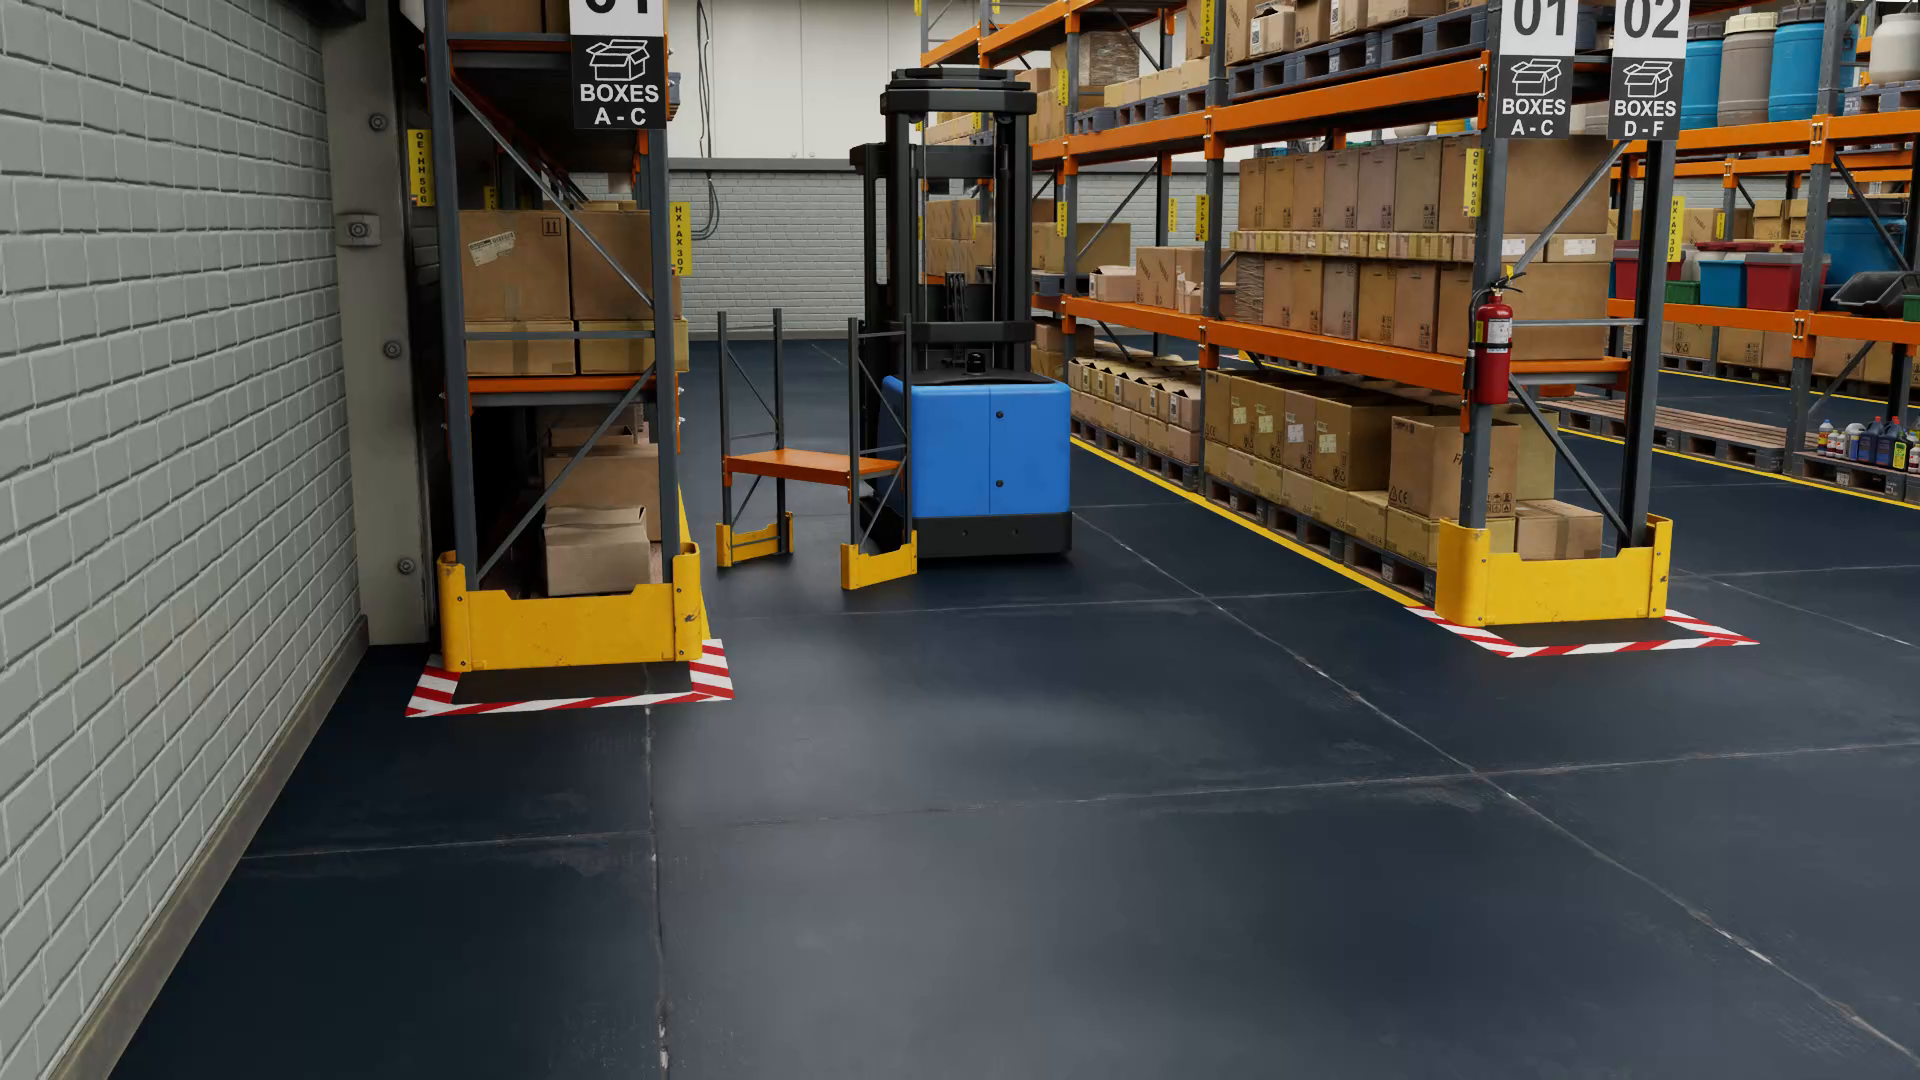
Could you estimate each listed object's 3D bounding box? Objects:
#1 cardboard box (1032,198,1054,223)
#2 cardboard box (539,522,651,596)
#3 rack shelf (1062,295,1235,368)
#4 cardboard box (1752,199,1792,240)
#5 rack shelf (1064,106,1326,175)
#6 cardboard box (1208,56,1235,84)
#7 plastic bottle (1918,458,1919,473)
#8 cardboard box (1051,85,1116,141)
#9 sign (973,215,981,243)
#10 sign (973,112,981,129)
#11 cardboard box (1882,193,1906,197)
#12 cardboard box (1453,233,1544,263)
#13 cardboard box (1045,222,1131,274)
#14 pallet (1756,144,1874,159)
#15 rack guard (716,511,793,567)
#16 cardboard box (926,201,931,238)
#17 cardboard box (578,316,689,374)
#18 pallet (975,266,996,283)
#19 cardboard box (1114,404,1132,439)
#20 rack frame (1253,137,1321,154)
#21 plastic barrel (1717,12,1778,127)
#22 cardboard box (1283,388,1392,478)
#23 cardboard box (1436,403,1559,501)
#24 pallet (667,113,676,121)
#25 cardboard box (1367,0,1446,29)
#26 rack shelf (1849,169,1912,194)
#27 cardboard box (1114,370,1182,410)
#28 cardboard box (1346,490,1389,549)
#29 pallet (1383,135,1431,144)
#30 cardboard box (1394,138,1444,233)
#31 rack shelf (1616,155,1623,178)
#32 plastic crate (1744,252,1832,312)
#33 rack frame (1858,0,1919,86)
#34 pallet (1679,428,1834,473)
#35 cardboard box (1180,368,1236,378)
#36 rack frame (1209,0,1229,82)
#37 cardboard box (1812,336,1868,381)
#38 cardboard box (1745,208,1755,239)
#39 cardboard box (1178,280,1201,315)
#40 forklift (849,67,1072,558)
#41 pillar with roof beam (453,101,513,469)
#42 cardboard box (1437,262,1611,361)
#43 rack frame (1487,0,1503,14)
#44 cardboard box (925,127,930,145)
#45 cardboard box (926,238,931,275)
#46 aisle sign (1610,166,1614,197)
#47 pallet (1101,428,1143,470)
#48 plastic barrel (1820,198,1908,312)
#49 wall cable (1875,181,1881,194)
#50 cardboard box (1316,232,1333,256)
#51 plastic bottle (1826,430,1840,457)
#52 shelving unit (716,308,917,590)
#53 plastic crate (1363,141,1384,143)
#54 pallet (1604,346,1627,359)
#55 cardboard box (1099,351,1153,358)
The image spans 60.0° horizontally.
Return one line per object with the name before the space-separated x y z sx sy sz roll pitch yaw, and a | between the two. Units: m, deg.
cardboard box | 0.917 -3.929 20.373 0.500 0.500 0.500 -2 11 -10
cardboard box | -1.838 0.065 8.349 0.500 0.311 0.500 -3 11 -17
rack shelf | 1.900 -1.838 14.254 1.077 0.370 4.000 -2 11 -11
cardboard box | 10.583 -4.076 21.141 0.797 0.503 0.637 -2 11 -12
rack shelf | 1.900 -3.311 13.974 1.077 0.370 4.000 -2 11 -11
cardboard box | 2.178 -3.544 12.550 0.500 0.250 0.500 -1 11 -5
plastic bottle | 7.017 -0.643 11.960 0.144 0.351 0.185 -2 11 -11
cardboard box | 1.393 -4.160 16.238 0.910 0.500 0.500 -2 11 -11
sign | 0.202 -3.696 19.777 0.100 0.325 0.005 -2 11 -11
sign | 0.202 -4.998 19.529 0.100 0.325 0.005 -2 11 -11
cardboard box | 14.489 -5.049 25.463 0.500 0.500 0.500 -2 11 -9
cardboard box | 2.805 -1.522 8.667 0.380 0.149 0.250 -2 11 -12
cardboard box | 1.278 -2.925 16.651 0.700 0.500 0.500 -6 12 -30
pallet | 10.677 -4.864 20.721 0.805 0.209 1.217 -3 11 -13
rack guard | -1.239 -0.009 10.075 0.087 0.250 0.587 8 14 37
cardboard box | -0.218 -4.475 23.242 0.500 0.500 0.500 -2 11 -9
cardboard box | -1.575 -0.947 7.998 0.500 0.250 0.500 -2 11 -13
pallet | 0.781 -3.047 19.196 1.003 0.211 1.213 -2 11 -11
cardboard box | 1.629 -1.026 14.293 0.500 0.250 0.500 -2 11 -10
rack frame | 4.814 -7.152 24.205 1.000 3.000 0.127 -2 11 -11
plastic barrel | 6.709 -3.929 13.954 0.600 0.901 0.600 0 11 0
cardboard box | 2.365 -0.677 10.456 0.500 0.500 0.500 -2 11 -11
cardboard box | 3.081 -0.513 9.594 0.500 0.500 0.500 -2 11 -11
pallet | -2.790 -3.332 12.661 1.213 0.211 1.003 -2 11 -11
cardboard box | 2.584 -2.967 9.146 0.500 0.250 0.500 -2 11 -11
rack shelf | 14.946 -5.300 24.422 1.077 0.370 4.000 -2 11 -11
cardboard box | 1.632 -1.298 14.227 0.500 0.311 0.500 -2 11 -12
cardboard box | 2.563 -0.125 9.563 0.500 0.250 0.500 -2 11 -11
pallet | 5.840 -4.712 19.912 1.213 0.211 1.003 -2 11 -11
cardboard box | 2.870 -1.969 9.284 0.700 0.500 0.500 -2 11 -12
rack shelf | 5.981 -4.224 18.771 1.077 0.370 4.000 -2 11 -11
plastic crate | 6.754 -2.113 13.605 0.402 0.464 0.583 -2 11 -11
rack frame | 14.557 -7.494 26.001 1.000 3.000 0.127 -2 11 -11
pallet | 6.957 -0.777 14.213 1.003 0.211 1.213 -2 11 -11
cardboard box | 2.152 -1.322 14.352 0.500 0.311 0.500 -2 11 -9
rack frame | 2.289 -4.772 11.699 1.000 3.000 0.127 -2 11 -11
cardboard box | 10.949 -2.371 19.692 1.225 0.875 0.875 -2 11 -11
cardboard box | 10.608 -4.189 22.284 0.500 0.500 0.500 -2 11 -11
cardboard box | 1.937 -1.913 13.084 0.396 0.266 0.258 -2 11 -12
forklift | -0.126 -1.555 11.029 1.130 2.935 3.031 -2 11 -11
pillar with roof beam | 0.279 -5.211 14.008 9.100 9.000 0.400 -2 11 -11
cardboard box | 2.988 -1.226 8.848 0.700 0.500 0.500 -2 11 -11
rack frame | 3.067 -4.038 7.844 1.000 3.000 0.127 -2 11 -11
cardboard box | -0.201 -5.567 22.965 0.500 0.250 0.500 -2 11 -11
cardboard box | -0.218 -3.983 23.336 0.500 0.500 0.500 -2 11 -10
aisle sign | 9.953 -5.686 25.596 0.394 0.787 0.004 -2 11 -11
pallet | 1.866 -0.813 14.401 1.003 0.211 1.213 -2 11 -11
plastic barrel | 7.370 -2.332 13.586 0.600 0.901 0.708 -2 11 -11
wall cable | 18.274 -6.293 32.937 0.585 1.953 0.123 -2 11 -11
cardboard box | 2.456 -1.852 10.402 0.380 0.149 0.250 -2 11 -11
plastic bottle | 6.800 -0.752 12.934 0.097 0.201 0.097 0 11 0
shelving unit | -0.848 -0.565 9.656 1.083 1.500 0.587 8 14 37
plastic crate | 5.619 -5.118 21.892 0.497 0.269 0.590 -2 11 -11
pallet | 9.905 -2.871 25.217 1.003 0.211 1.213 -2 11 -11
cardboard box | 1.702 -1.640 16.800 0.500 0.500 0.500 -2 11 -9
